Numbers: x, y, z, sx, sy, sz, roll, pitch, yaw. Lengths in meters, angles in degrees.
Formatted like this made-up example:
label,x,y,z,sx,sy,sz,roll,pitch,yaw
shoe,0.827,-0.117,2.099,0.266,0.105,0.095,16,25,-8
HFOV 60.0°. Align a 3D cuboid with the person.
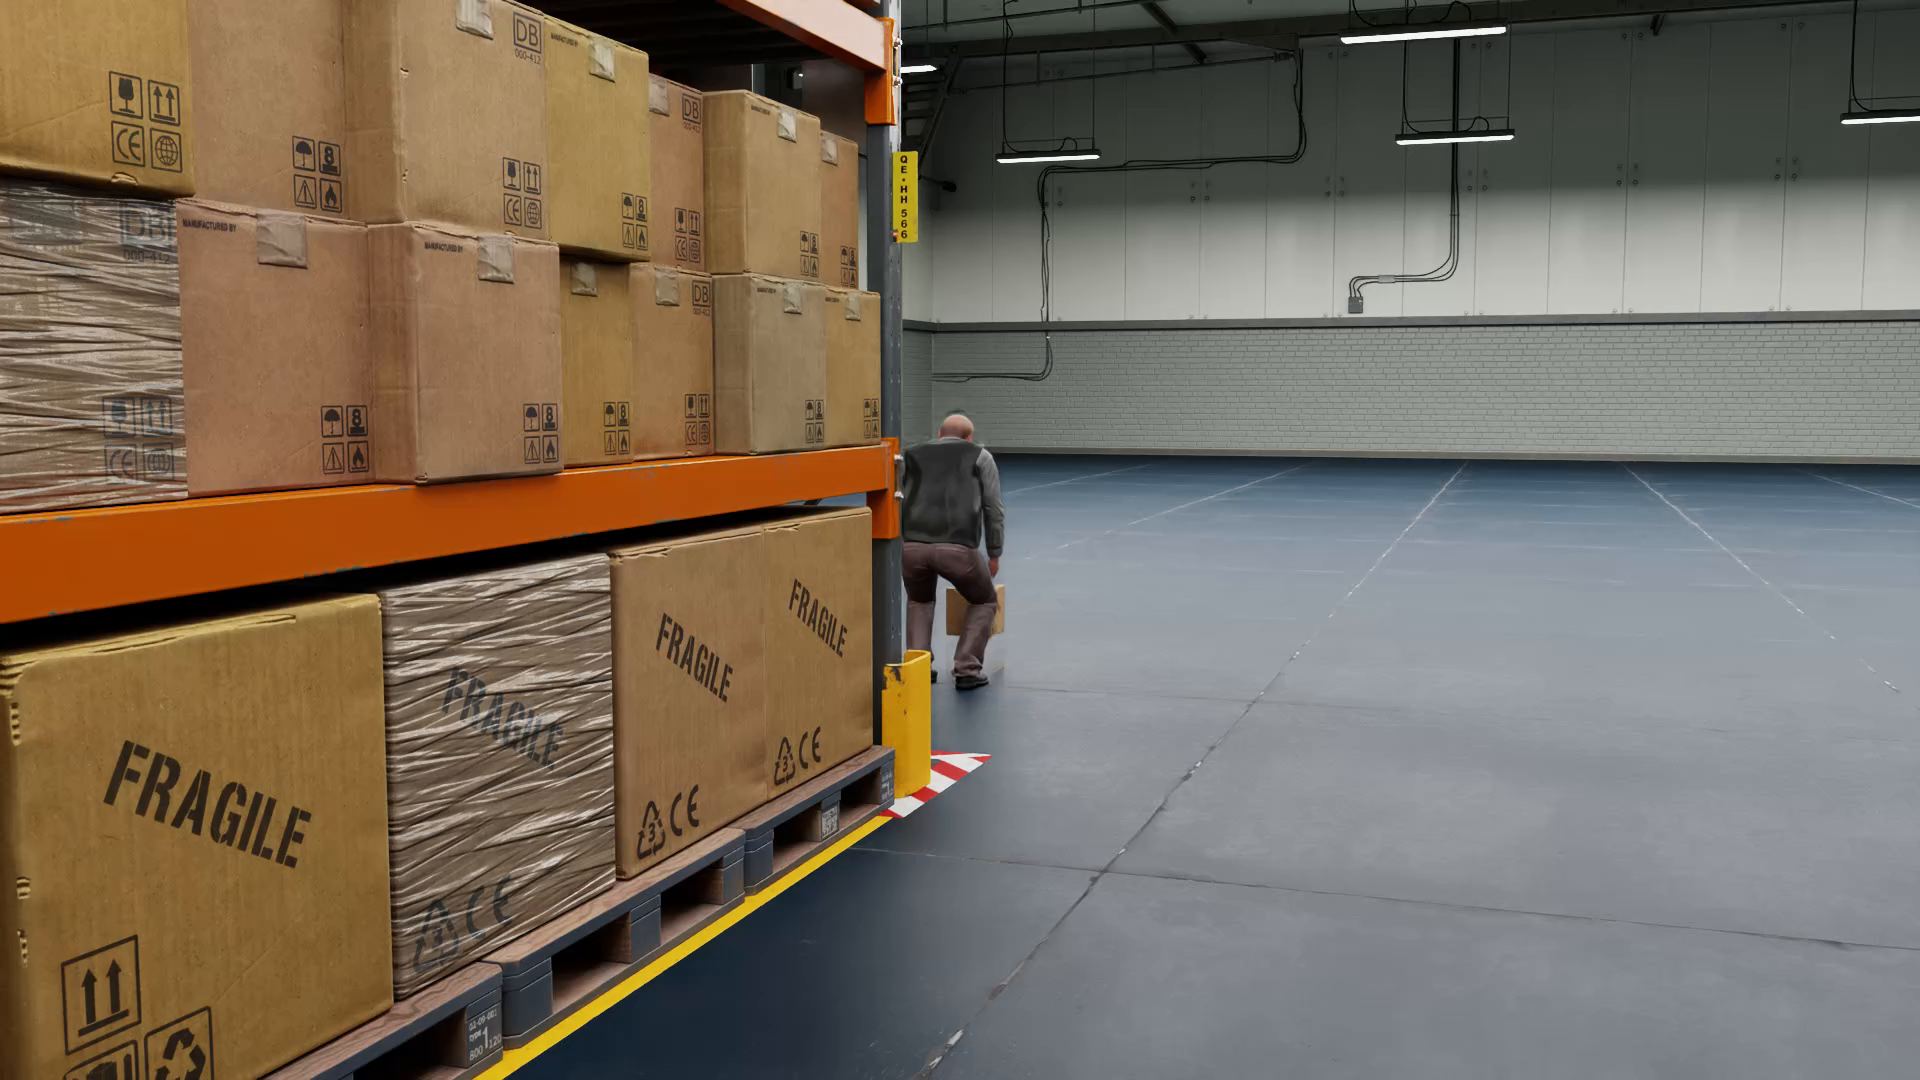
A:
label,x,y,z,sx,sy,sz,roll,pitch,yaw
person,-0.092,0.052,8.498,0.592,1.377,0.725,2,5,19
